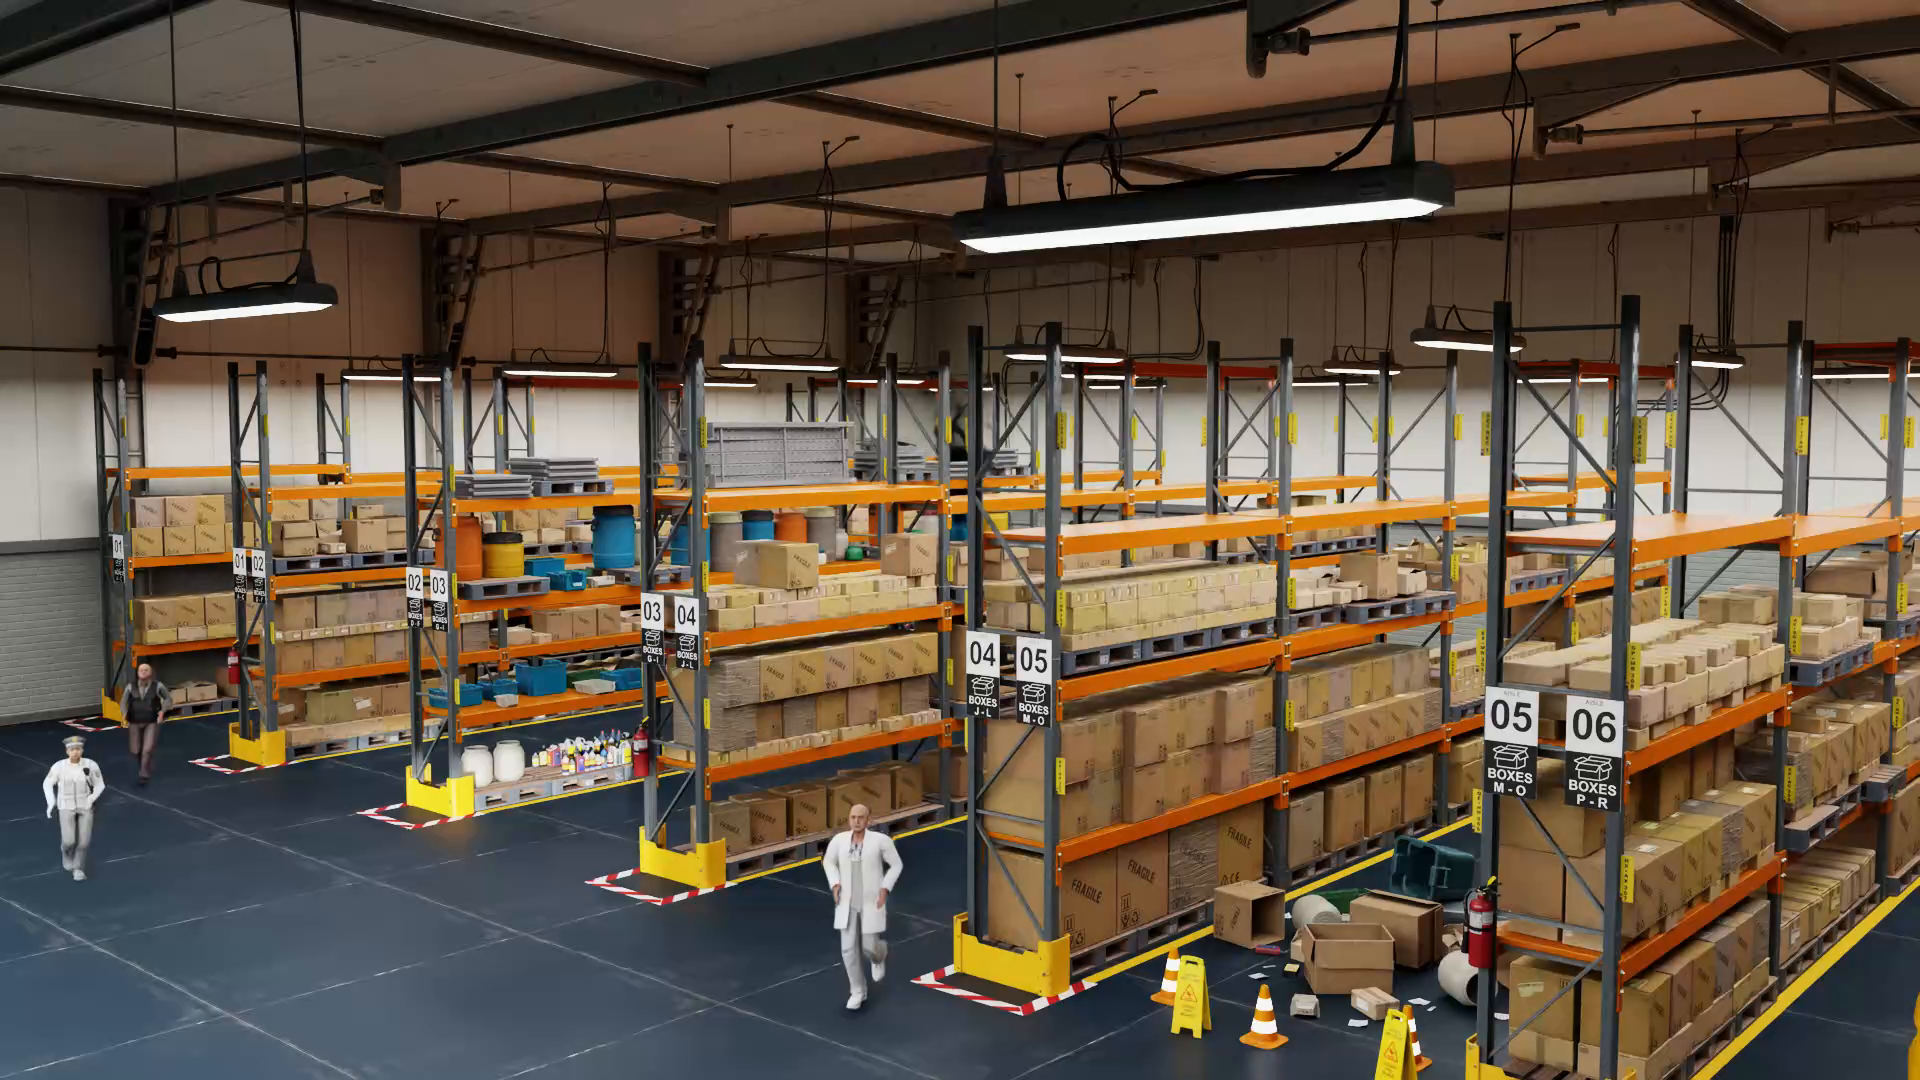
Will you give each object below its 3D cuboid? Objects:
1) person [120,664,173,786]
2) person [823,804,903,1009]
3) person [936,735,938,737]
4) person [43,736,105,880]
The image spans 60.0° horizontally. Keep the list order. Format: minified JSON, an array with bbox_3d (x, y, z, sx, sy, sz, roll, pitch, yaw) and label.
[{"bbox_3d":[-11.560,2.600,23.622,0.677,1.694,0.741,-1,4,-17],"label":"person"},{"bbox_3d":[-0.877,3.211,14.770,0.733,1.726,0.788,1,4,12],"label":"person"},{"bbox_3d":[-0.248,2.149,25.912,0.581,1.680,0.680,4,5,40],"label":"person"},{"bbox_3d":[-9.835,2.986,18.491,0.600,1.643,0.576,-3,5,-31],"label":"person"}]
